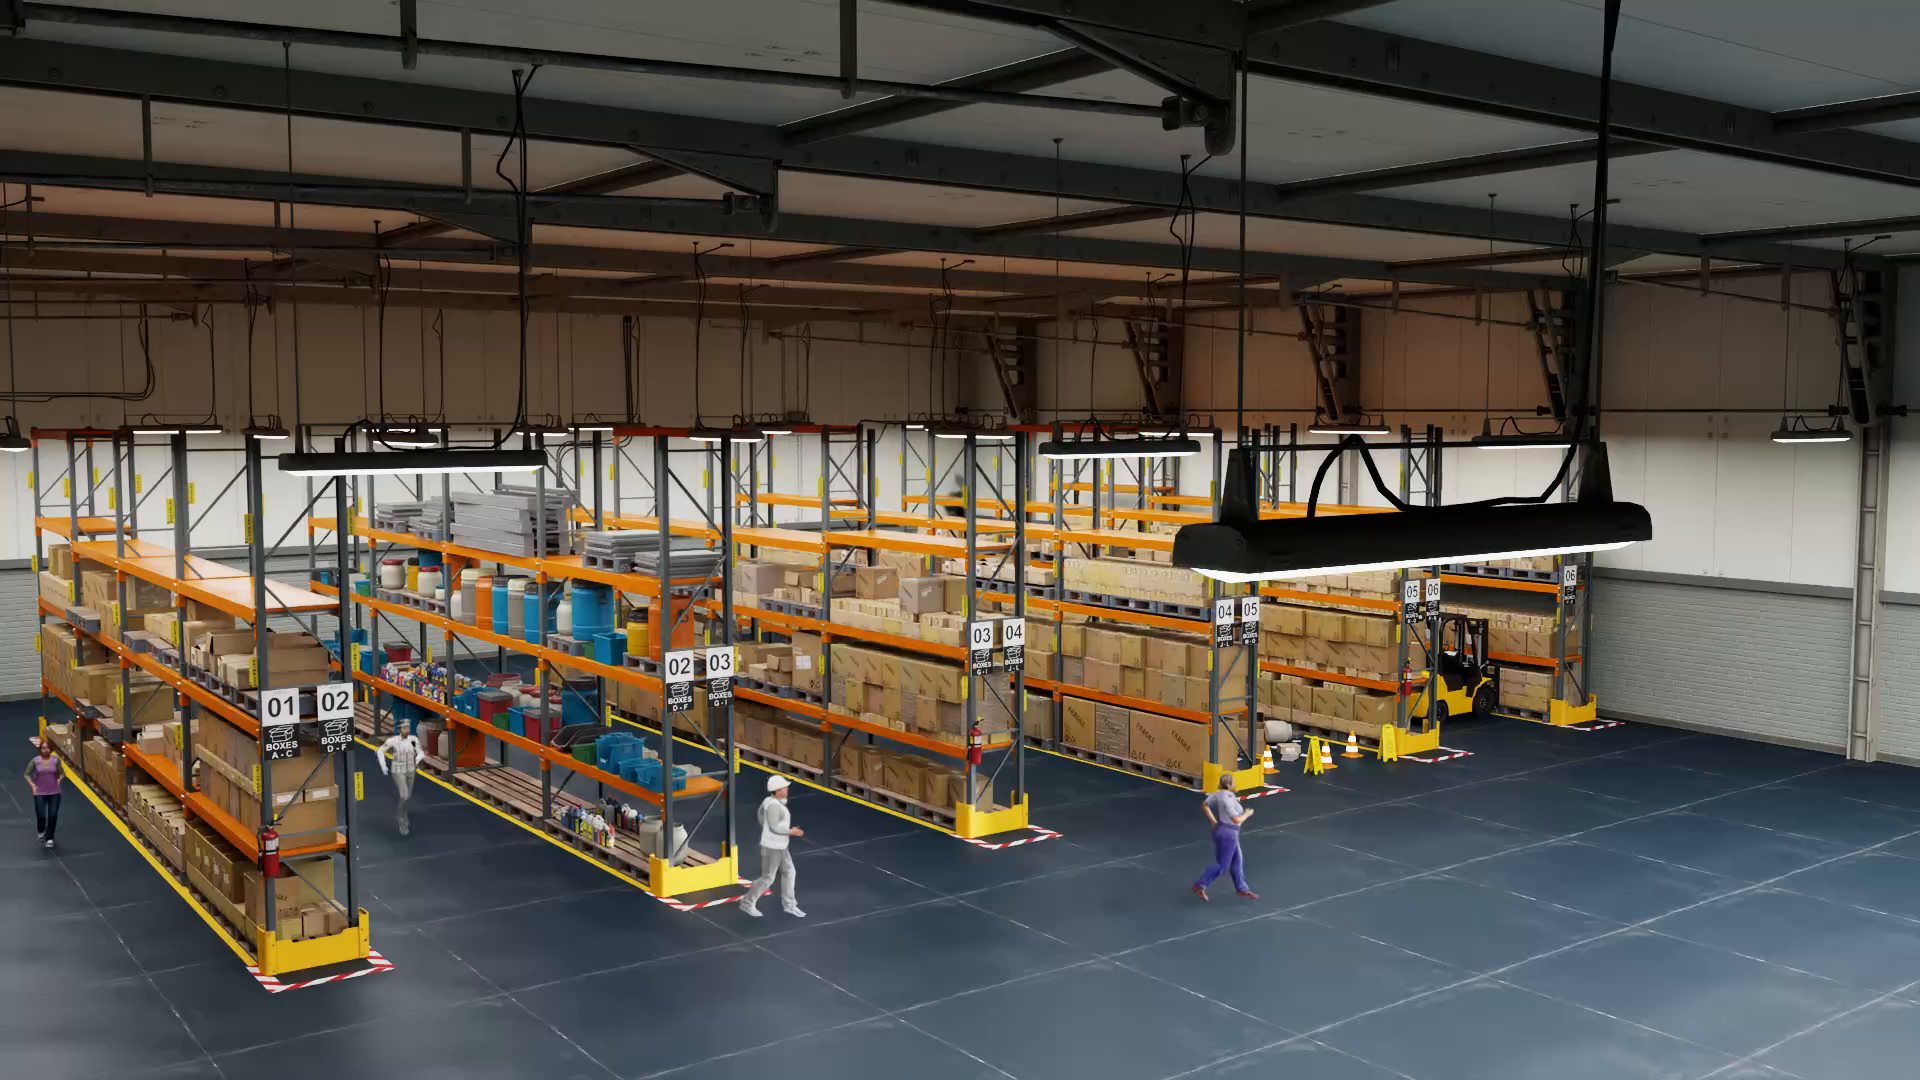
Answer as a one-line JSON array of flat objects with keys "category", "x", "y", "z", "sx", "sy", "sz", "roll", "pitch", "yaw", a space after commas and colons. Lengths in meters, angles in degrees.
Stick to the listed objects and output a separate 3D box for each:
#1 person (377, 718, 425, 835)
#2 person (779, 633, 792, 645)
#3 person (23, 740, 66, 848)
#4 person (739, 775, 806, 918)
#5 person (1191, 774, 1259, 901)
[{"category": "person", "x": -8.368, "y": 3.543, "z": 24.993, "sx": 0.624, "sy": 1.771, "sz": 0.738, "roll": -4, "pitch": 6, "yaw": -44}, {"category": "person", "x": -4.459, "y": 1.966, "z": 41.807, "sx": 0.619, "sy": 1.765, "sz": 0.715, "roll": 1, "pitch": 5, "yaw": 10}, {"category": "person", "x": -13.154, "y": 3.668, "z": 23.949, "sx": 0.531, "sy": 1.556, "sz": 0.540, "roll": -3, "pitch": 5, "yaw": -34}, {"category": "person", "x": -2.328, "y": 3.820, "z": 20.624, "sx": 0.822, "sy": 1.820, "sz": 0.668, "roll": 0, "pitch": 4, "yaw": -2}, {"category": "person", "x": 3.396, "y": 3.804, "z": 21.276, "sx": 0.934, "sy": 1.643, "sz": 0.601, "roll": 0, "pitch": 5, "yaw": -6}]
